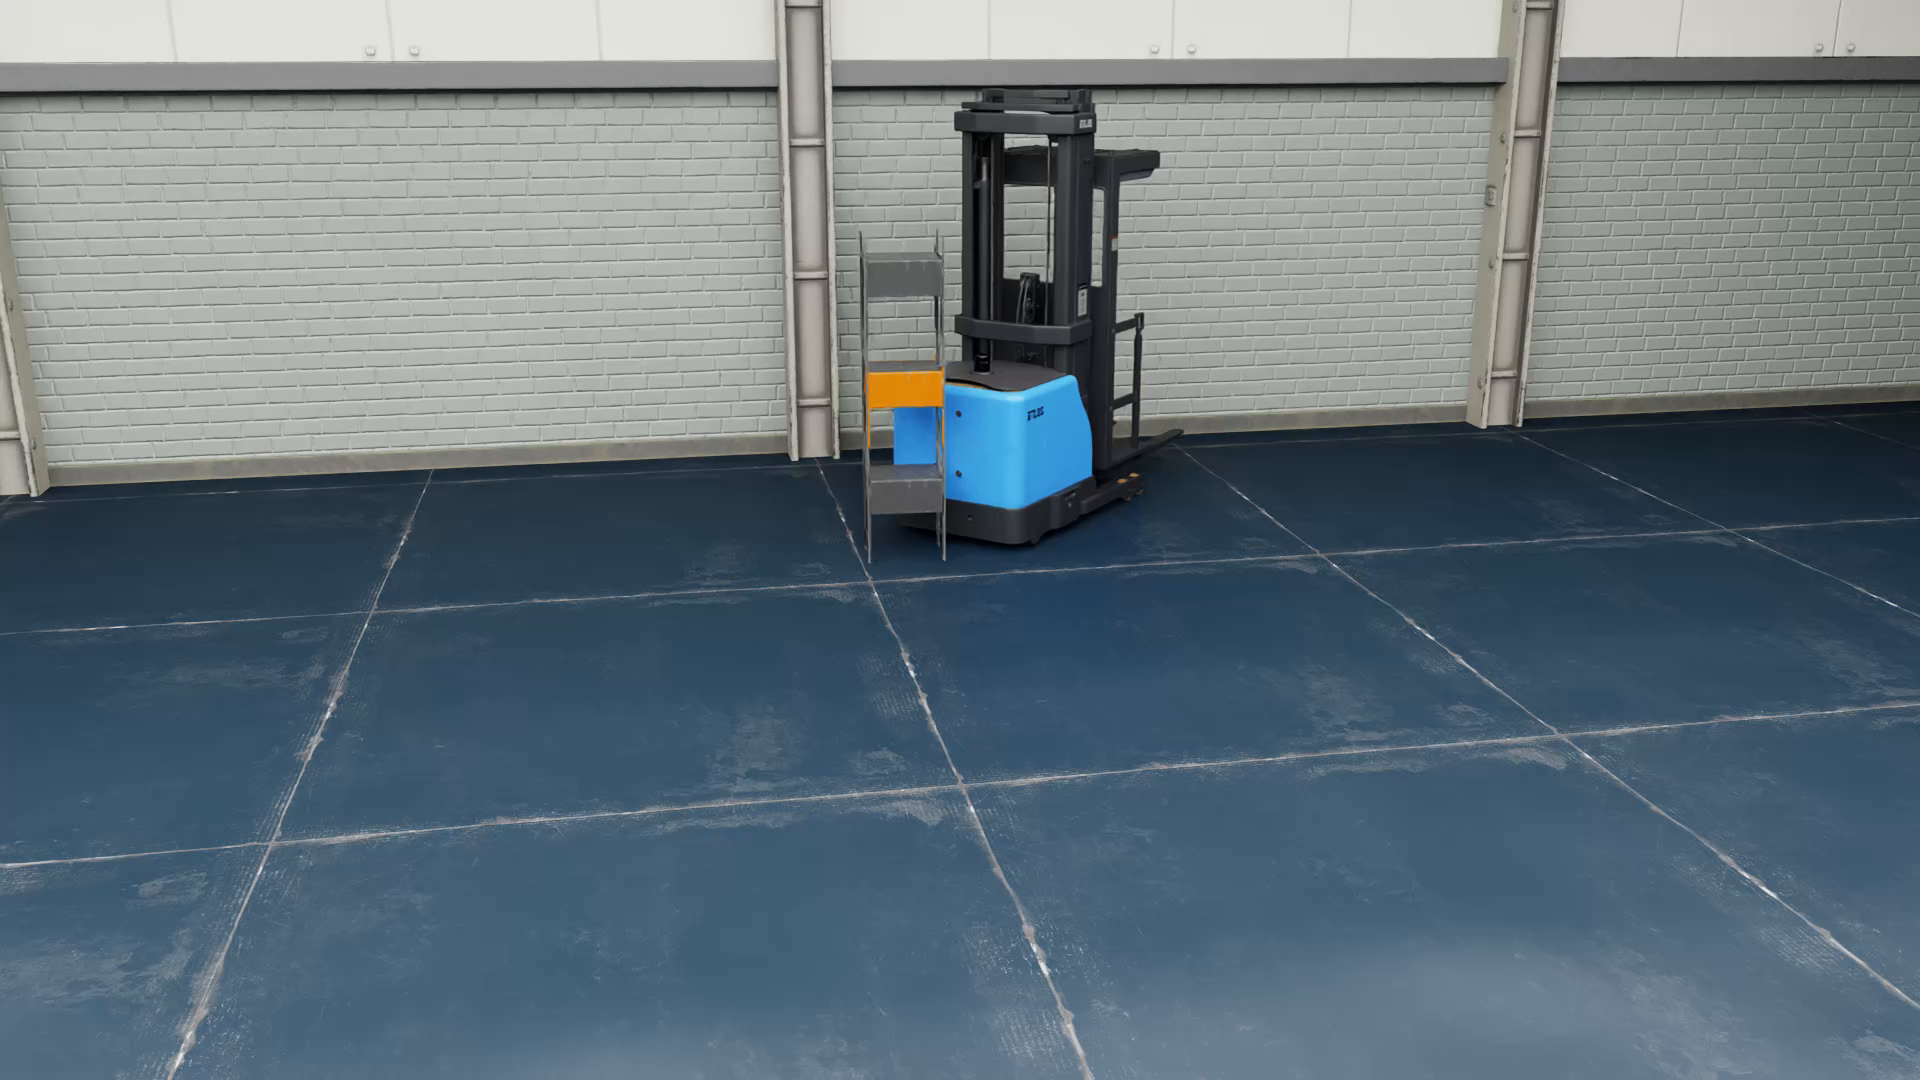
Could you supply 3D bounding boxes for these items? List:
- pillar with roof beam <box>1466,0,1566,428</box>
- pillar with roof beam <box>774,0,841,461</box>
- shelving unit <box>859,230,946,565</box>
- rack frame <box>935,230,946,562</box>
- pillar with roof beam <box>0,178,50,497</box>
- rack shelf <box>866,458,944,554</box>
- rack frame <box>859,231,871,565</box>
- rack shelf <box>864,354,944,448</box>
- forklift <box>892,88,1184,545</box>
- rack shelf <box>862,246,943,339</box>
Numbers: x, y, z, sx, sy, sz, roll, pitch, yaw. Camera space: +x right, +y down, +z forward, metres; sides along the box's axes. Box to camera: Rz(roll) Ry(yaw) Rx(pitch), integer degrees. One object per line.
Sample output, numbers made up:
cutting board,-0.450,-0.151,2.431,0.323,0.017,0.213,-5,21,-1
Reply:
pillar with roof beam,5.516,-4.089,9.297,0.400,9.000,9.100,-3,17,-10
pillar with roof beam,-0.375,-3.754,8.209,0.400,9.000,9.100,-3,17,-10
shelving unit,-0.367,-0.910,10.699,0.503,2.100,0.431,-2,17,-7
rack frame,-0.125,-0.919,10.727,0.015,2.100,0.400,-2,17,-7
pillar with roof beam,-6.266,-3.420,7.121,0.400,9.000,9.100,-3,17,-10
rack shelf,-0.367,-0.228,10.908,0.480,0.518,0.431,-2,17,-7
rack frame,-0.610,-0.901,10.670,0.015,2.100,0.400,-2,17,-7
rack shelf,-0.367,-0.897,10.703,0.480,0.518,0.431,-2,17,-7
forklift,0.735,-1.750,12.017,1.130,2.935,3.031,10,20,30
rack shelf,-0.367,-1.566,10.497,0.480,0.518,0.431,-2,17,-7
